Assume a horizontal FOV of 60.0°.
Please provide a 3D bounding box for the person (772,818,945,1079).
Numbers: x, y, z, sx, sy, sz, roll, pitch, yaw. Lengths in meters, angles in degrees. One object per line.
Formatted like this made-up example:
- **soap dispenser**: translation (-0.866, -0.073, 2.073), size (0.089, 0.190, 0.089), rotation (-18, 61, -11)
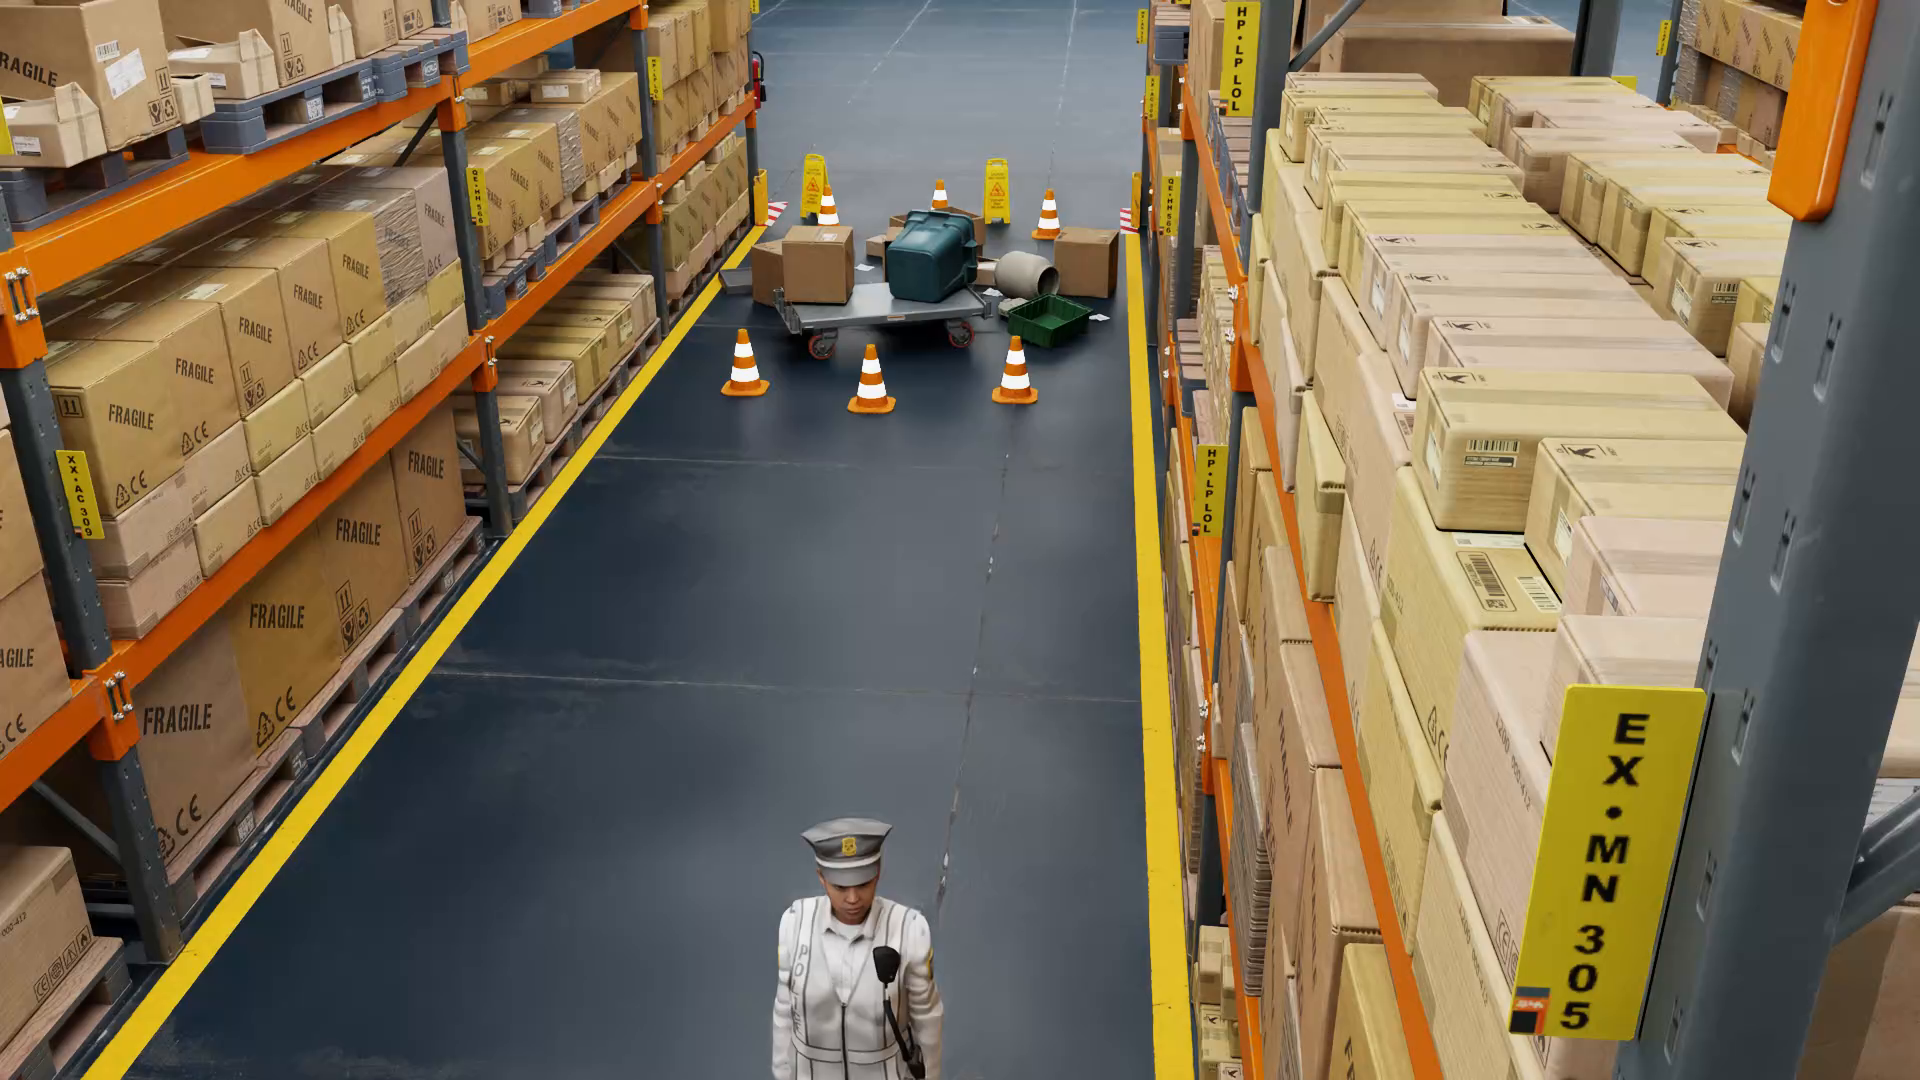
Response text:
- **person**: translation (-1.366, -0.657, 6.686), size (5.278, 2.350, 21.920), rotation (2, 25, 5)
